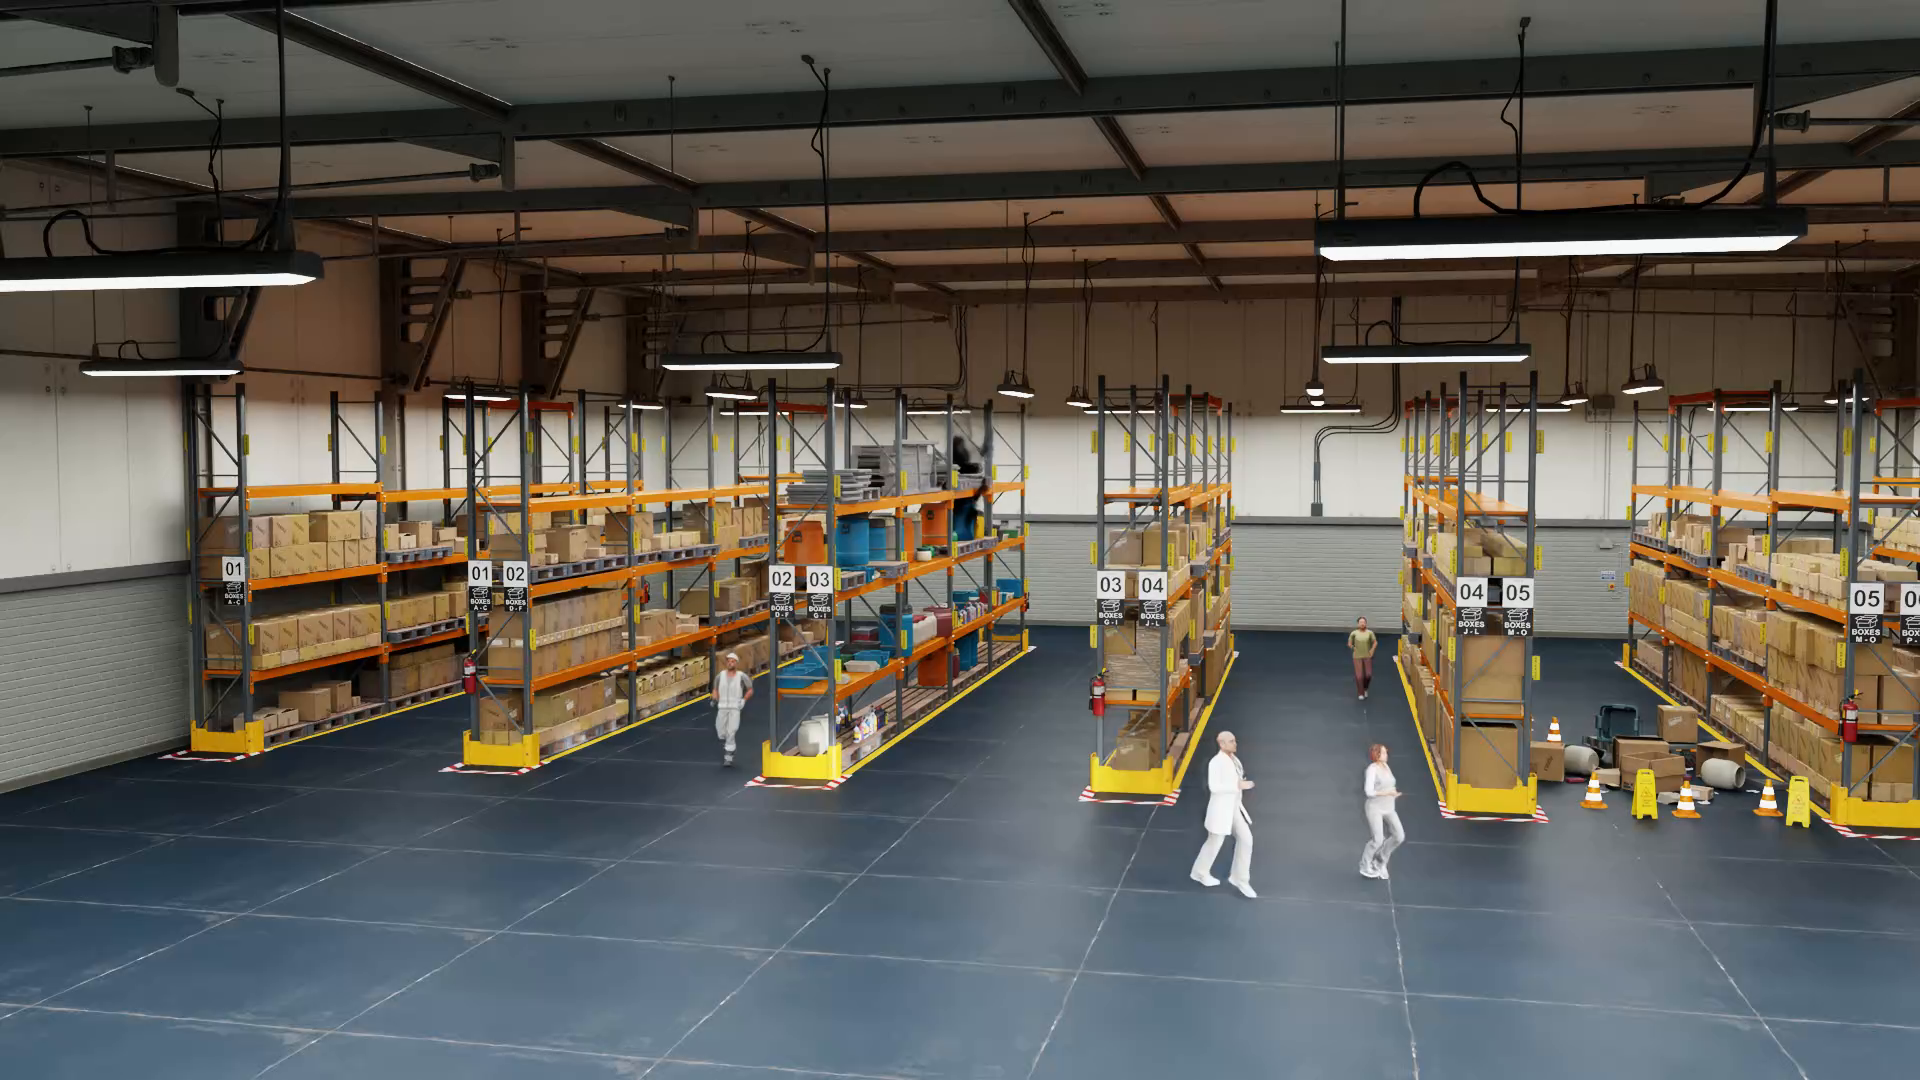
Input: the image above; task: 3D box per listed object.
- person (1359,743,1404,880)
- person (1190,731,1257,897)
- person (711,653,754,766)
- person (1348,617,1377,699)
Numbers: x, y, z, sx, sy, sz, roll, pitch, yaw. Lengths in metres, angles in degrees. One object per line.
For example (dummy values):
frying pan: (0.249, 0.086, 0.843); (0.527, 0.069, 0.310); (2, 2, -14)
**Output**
person: (4.842, 3.117, 19.025); (0.516, 1.588, 0.608); (-3, 4, -39)
person: (2.957, 3.047, 18.575); (0.811, 1.837, 0.699); (3, 4, 41)
person: (-3.579, 2.645, 26.079); (0.651, 1.736, 0.741); (0, 3, 7)
person: (7.882, 2.318, 32.558); (0.571, 1.625, 0.537); (1, 3, 11)
